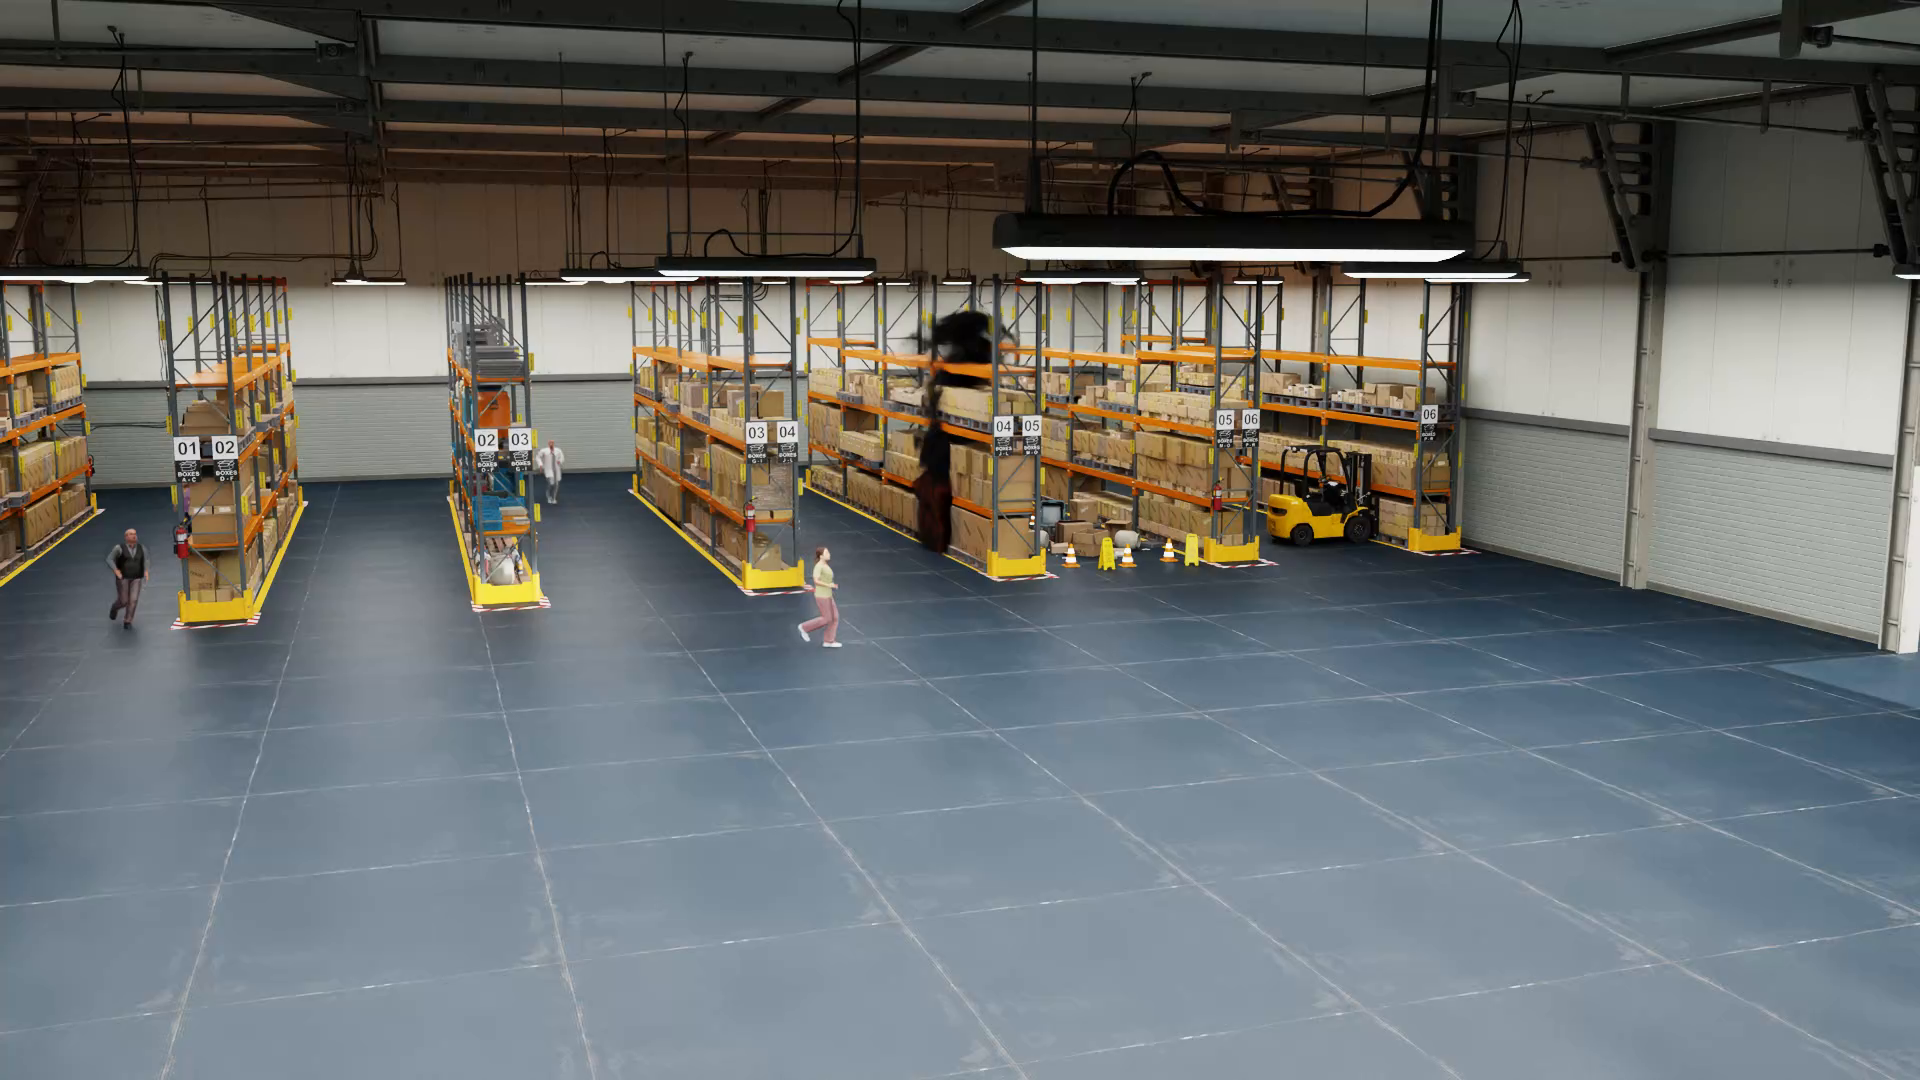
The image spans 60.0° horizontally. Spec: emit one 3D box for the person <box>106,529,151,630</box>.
[{"bbox_3d":[-14.105,0.645,28.315,0.706,1.658,0.753,-8,12,-41],"label":"person"}]

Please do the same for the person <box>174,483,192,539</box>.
[{"bbox_3d":[-17.184,-0.579,36.903,0.514,1.480,0.645,-4,9,-25],"label":"person"}]

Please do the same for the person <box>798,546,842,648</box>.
[{"bbox_3d":[-2.235,0.906,26.665,0.694,1.634,0.583,1,9,9],"label":"person"}]

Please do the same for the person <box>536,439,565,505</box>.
[{"bbox_3d":[-10.846,-1.817,44.230,0.691,1.752,0.723,-5,10,-32],"label":"person"}]
